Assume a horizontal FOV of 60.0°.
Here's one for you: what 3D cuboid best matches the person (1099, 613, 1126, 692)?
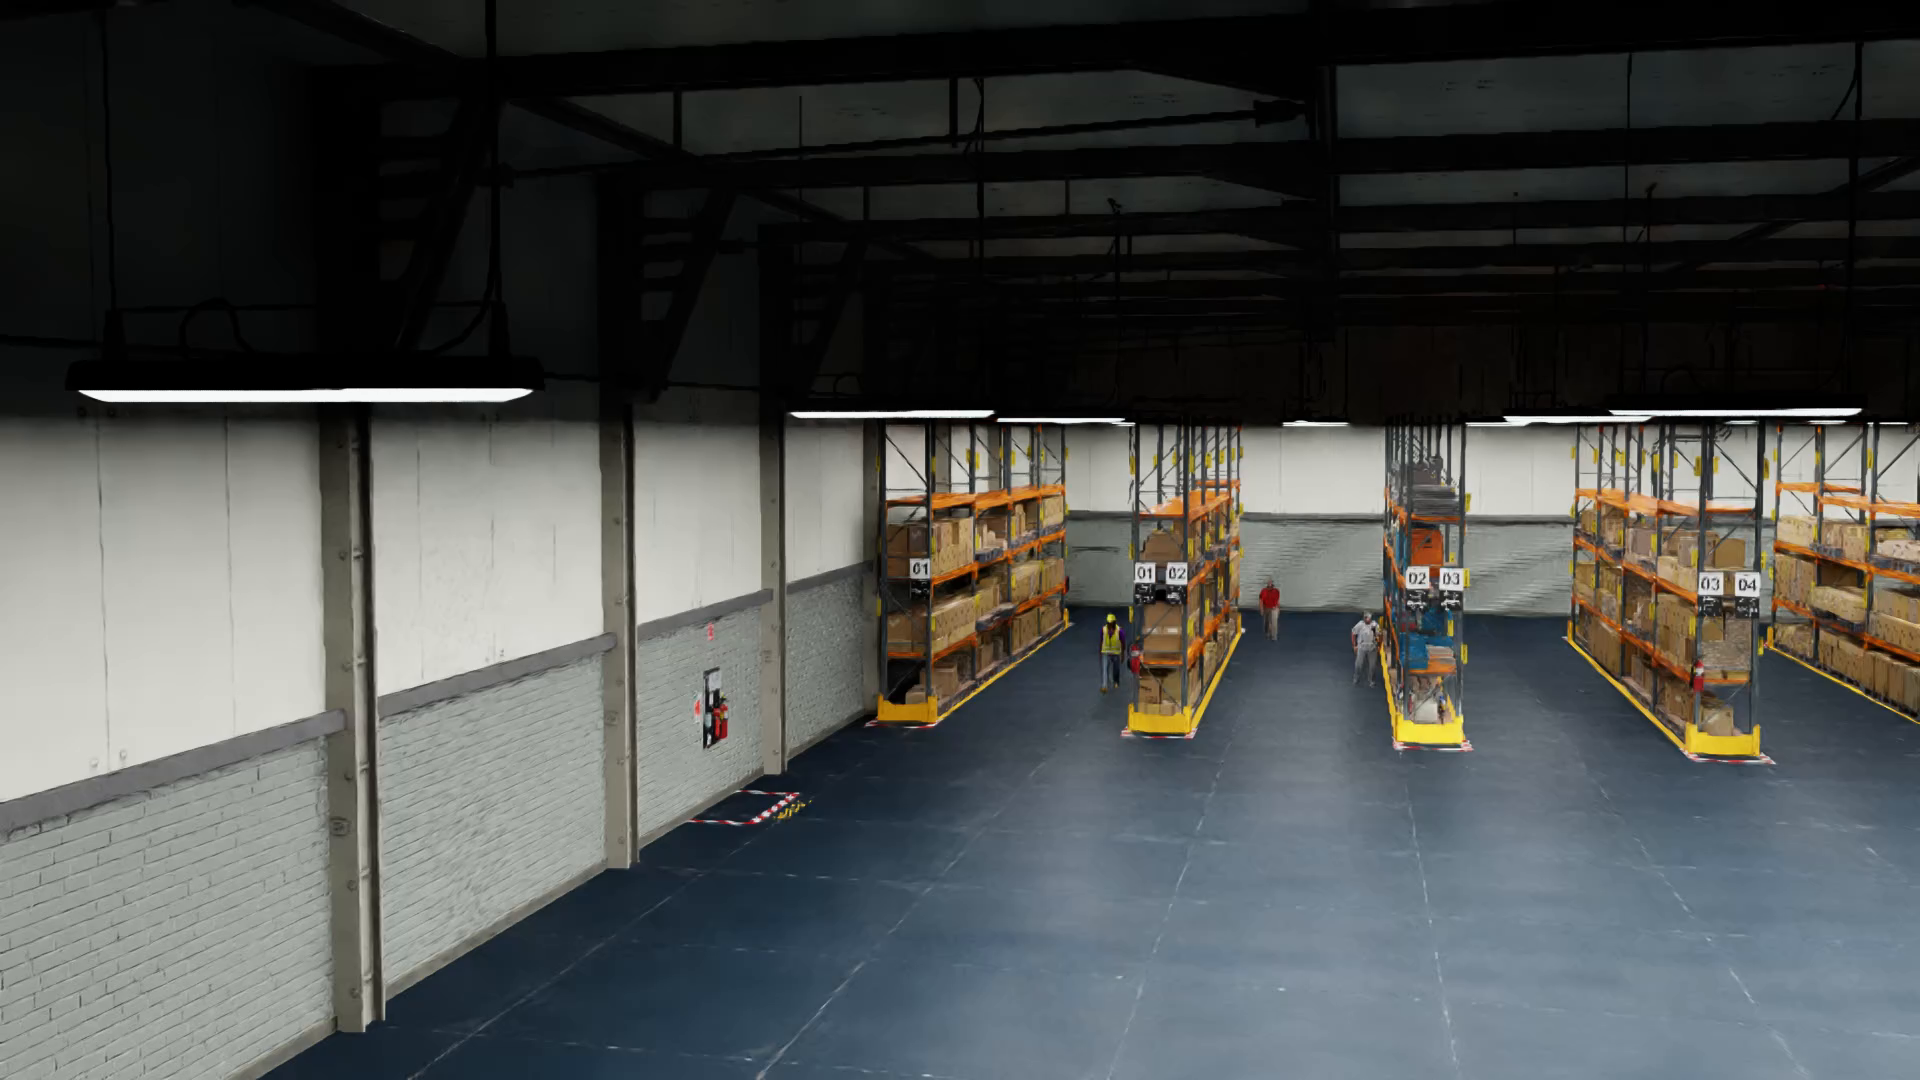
[{"bbox_3d":[3.302,2.427,36.088,0.575,1.689,1.128,1,4,11],"label":"person"}]

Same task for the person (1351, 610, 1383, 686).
[{"bbox_3d":[8.996,2.383,36.786,0.682,1.715,0.528,1,4,12],"label":"person"}]

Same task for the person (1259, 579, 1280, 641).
[{"bbox_3d":[8.333,1.847,44.766,0.542,1.625,1.126,1,4,15],"label":"person"}]
